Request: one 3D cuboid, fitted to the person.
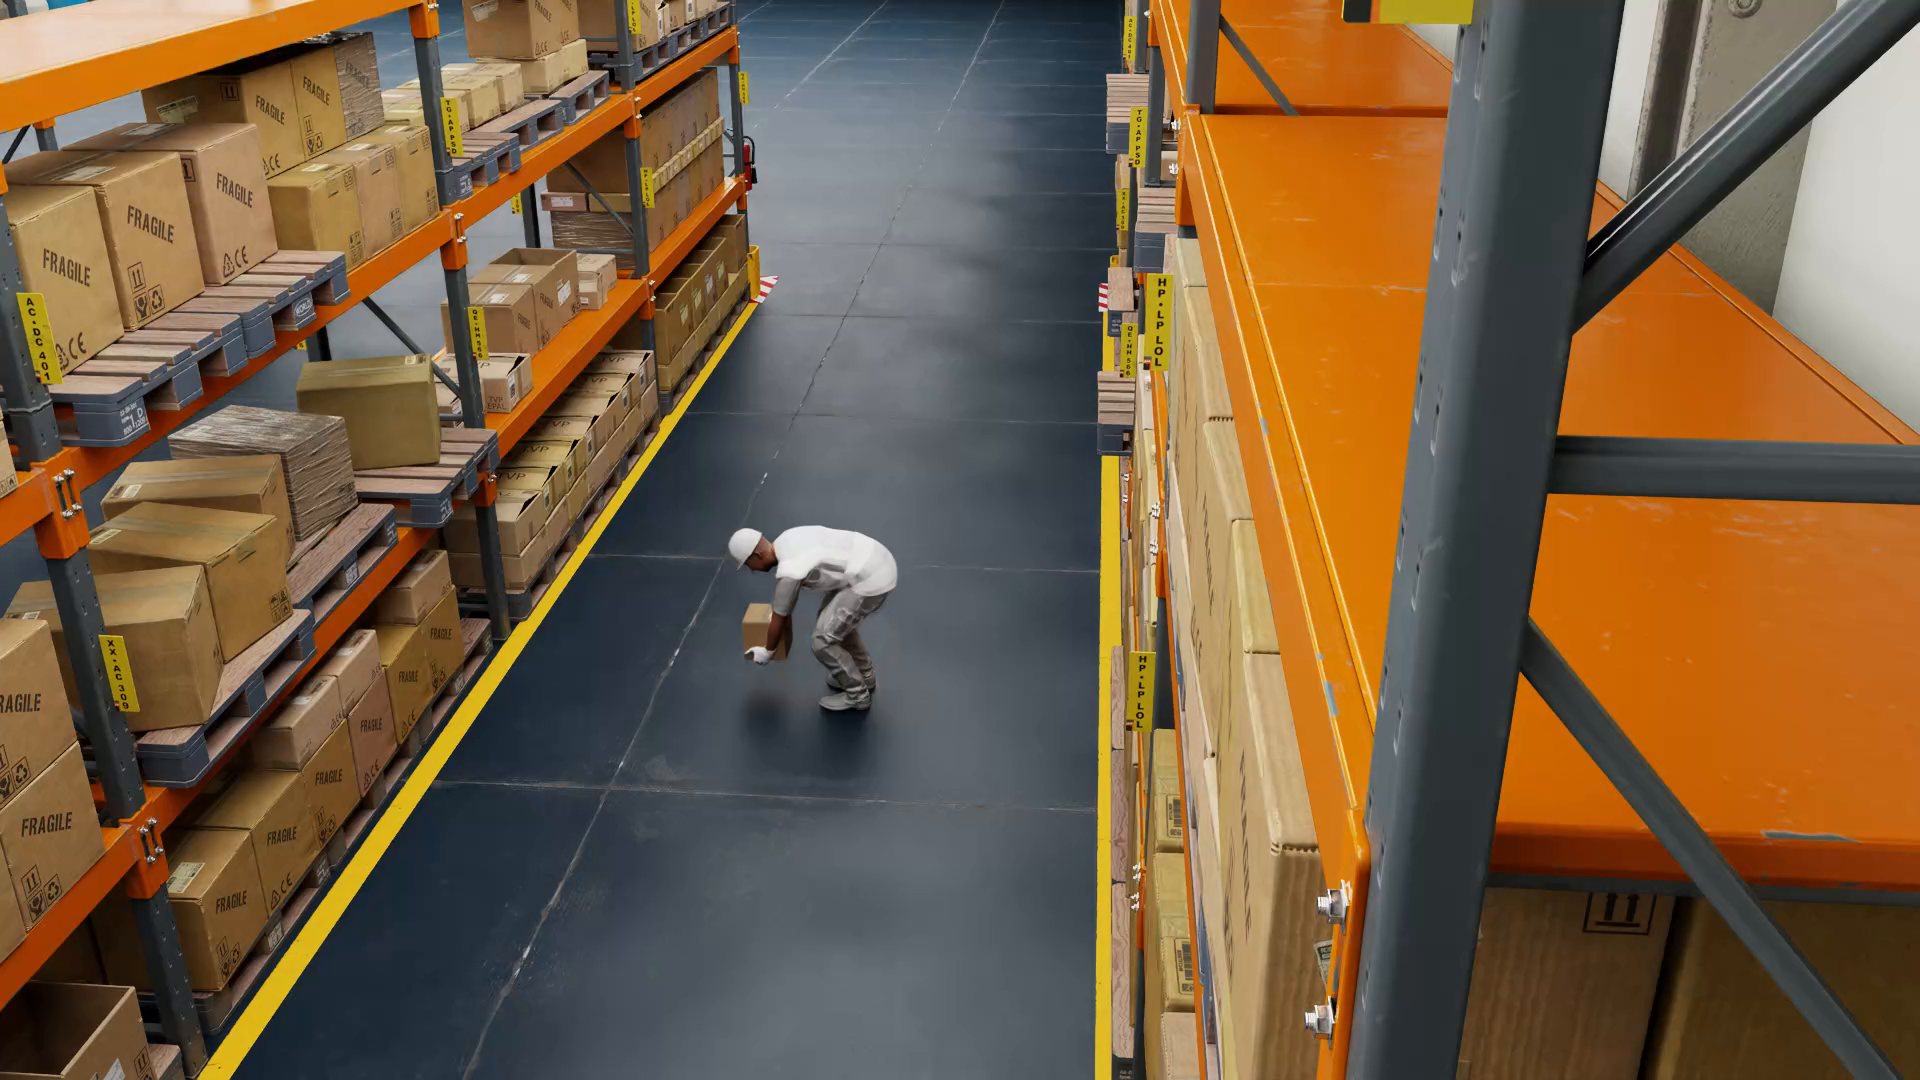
[{"bbox_3d":[-0.855,0.444,9.832,0.976,1.100,0.532,1,24,1],"label":"person"}]
